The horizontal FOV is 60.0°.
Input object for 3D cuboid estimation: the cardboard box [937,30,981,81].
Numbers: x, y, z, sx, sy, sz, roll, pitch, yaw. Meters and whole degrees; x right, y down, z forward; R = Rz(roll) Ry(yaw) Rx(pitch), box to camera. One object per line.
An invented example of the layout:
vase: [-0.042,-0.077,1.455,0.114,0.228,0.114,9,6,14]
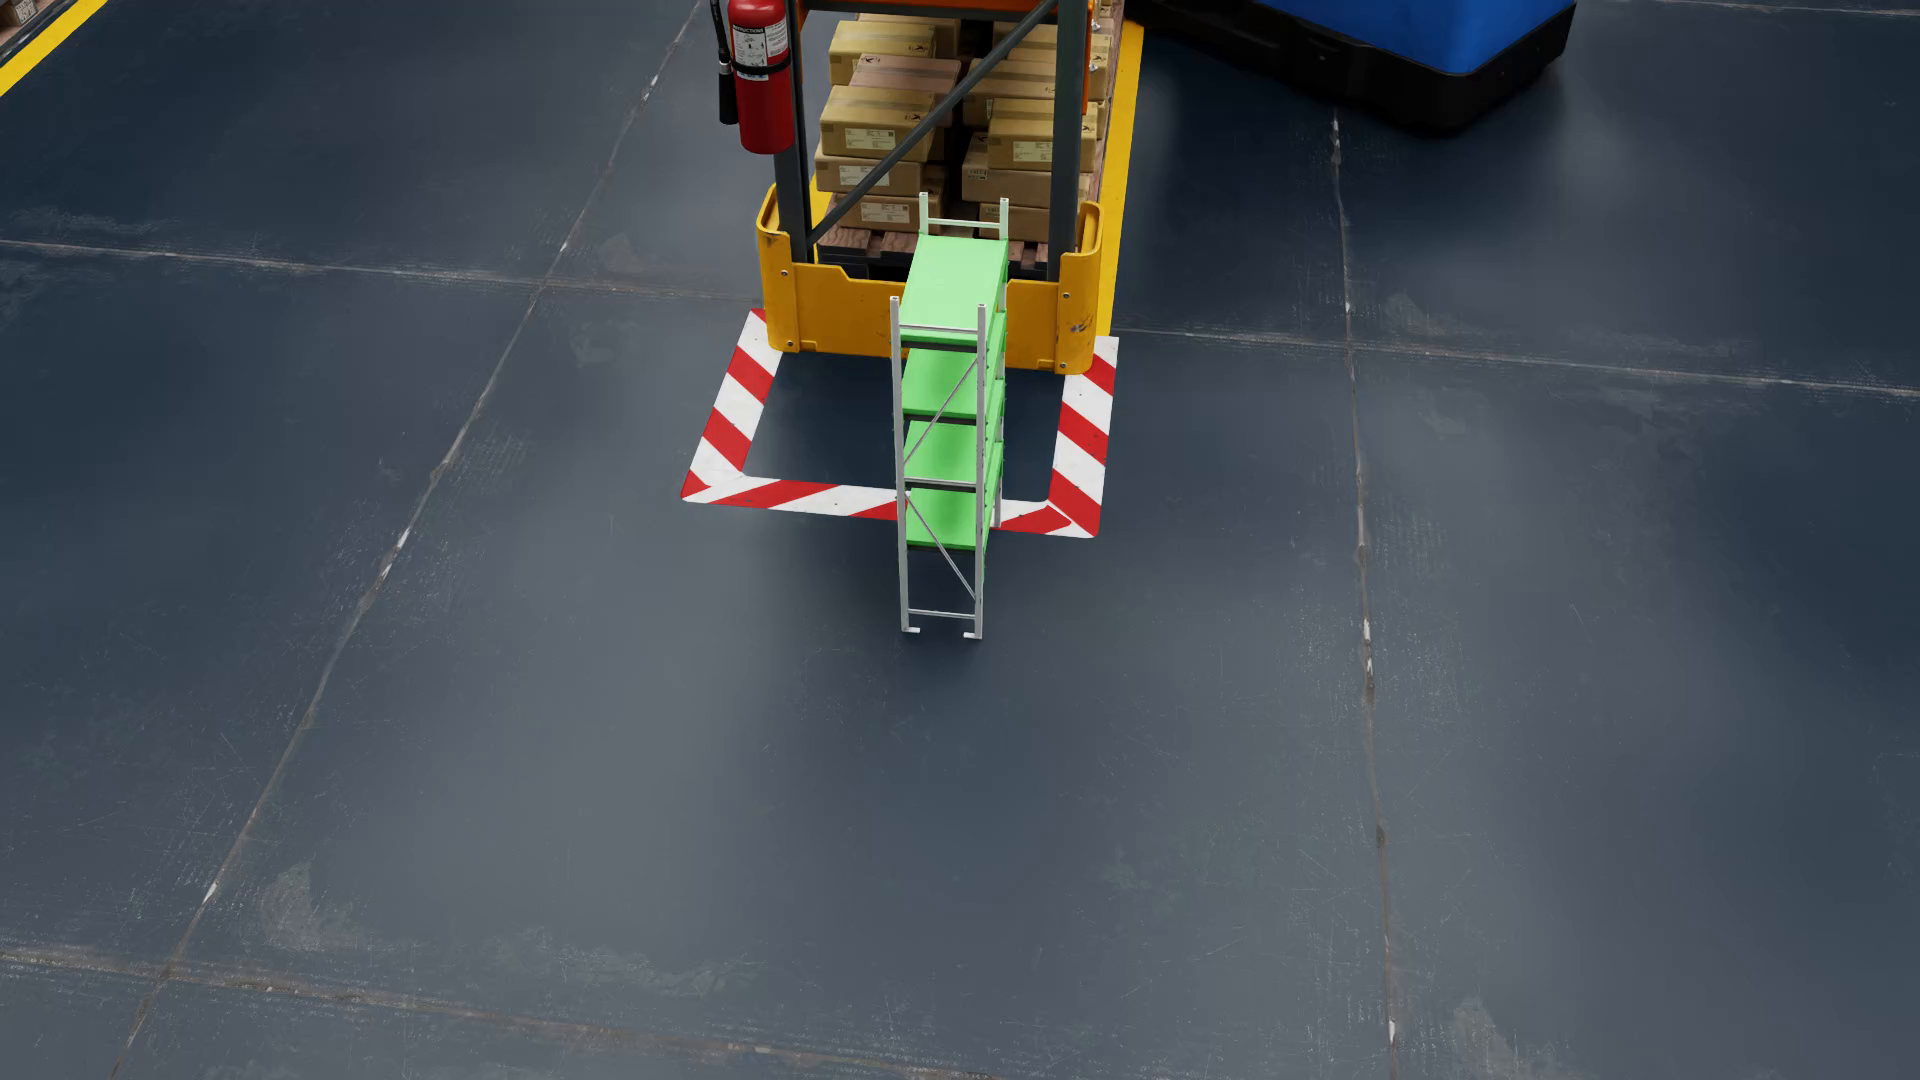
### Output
cardboard box: [-0.118,-1.922,6.650,0.380,0.149,0.250,5,44,5]

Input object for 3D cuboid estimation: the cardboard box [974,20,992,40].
cardboard box: [-0.038,-2.333,7.301,0.380,0.149,0.250,6,44,7]

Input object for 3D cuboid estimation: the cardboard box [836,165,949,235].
cardboard box: [-0.247,-1.278,6.186,0.380,0.149,0.250,6,44,6]

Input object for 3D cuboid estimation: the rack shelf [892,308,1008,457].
rack shelf: [-0.022,-0.451,4.597,0.258,0.148,0.480,5,44,6]

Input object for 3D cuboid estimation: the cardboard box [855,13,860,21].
cardboard box: [-0.215,-2.213,6.741,0.380,0.149,0.250,7,44,7]

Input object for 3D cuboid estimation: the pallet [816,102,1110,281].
pallet: [0.043,-1.373,6.546,1.003,0.211,1.213,5,44,6]

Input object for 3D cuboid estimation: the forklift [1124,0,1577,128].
forklift: [1.296,-3.682,7.007,3.031,2.935,1.130,33,52,30]

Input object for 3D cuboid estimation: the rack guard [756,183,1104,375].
rack guard: [-0.099,-0.927,5.865,1.175,0.500,0.348,5,44,6]

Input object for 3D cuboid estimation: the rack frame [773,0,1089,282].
rack frame: [-0.109,-1.783,4.951,1.000,3.000,0.127,5,44,6]

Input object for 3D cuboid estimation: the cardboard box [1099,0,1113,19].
cardboard box: [0.468,-2.284,7.248,0.380,0.149,0.250,5,44,6]

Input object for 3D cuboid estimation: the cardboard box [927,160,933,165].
cardboard box: [-0.313,-1.462,6.381,0.380,0.149,0.250,6,44,7]

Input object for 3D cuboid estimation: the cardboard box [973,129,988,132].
cardboard box: [0.257,-1.584,6.509,0.380,0.149,0.250,6,44,6]

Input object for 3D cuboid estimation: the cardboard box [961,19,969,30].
cardboard box: [-0.148,-2.275,7.023,0.380,0.149,0.250,7,44,8]

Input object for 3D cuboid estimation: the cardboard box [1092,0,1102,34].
cardboard box: [0.371,-2.166,6.691,0.380,0.149,0.250,7,44,7]

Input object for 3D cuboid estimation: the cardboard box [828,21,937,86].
cardboard box: [-0.292,-1.854,6.362,0.380,0.149,0.250,4,44,5]

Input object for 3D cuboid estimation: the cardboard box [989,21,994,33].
cardboard box: [0.328,-2.241,6.987,0.380,0.149,0.250,7,44,8]

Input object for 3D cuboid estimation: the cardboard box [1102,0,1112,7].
cardboard box: [0.451,-2.341,6.876,0.380,0.149,0.250,6,44,6]

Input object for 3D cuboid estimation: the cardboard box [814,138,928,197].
cardboard box: [-0.323,-1.394,6.092,0.380,0.149,0.250,4,44,4]

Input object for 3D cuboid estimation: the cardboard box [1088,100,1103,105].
cardboard box: [0.393,-1.863,6.588,0.380,0.149,0.250,7,44,7]

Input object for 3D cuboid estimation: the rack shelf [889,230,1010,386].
rack shelf: [-0.022,-0.625,4.432,0.258,0.148,0.480,5,44,6]

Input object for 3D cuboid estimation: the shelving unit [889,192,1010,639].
shelving unit: [-0.022,-0.323,4.718,0.258,1.200,0.503,5,44,6]

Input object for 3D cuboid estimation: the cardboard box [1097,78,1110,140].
cardboard box: [0.399,-1.748,6.683,0.380,0.149,0.250,6,44,6]

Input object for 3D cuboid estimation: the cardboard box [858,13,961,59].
cardboard box: [-0.195,-2.025,6.542,0.380,0.149,0.250,4,44,4]

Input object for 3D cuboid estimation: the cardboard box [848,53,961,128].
cardboard box: [-0.201,-1.666,6.163,0.380,0.149,0.250,6,44,6]

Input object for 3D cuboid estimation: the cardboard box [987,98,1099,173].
cardboard box: [0.297,-1.442,5.927,0.380,0.149,0.250,3,44,4]

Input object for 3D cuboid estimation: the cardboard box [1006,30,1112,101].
cardboard box: [0.374,-1.801,6.306,0.380,0.149,0.250,5,44,5]

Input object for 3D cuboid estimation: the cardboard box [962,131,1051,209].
cardboard box: [0.214,-1.342,6.037,0.380,0.149,0.250,7,44,7]

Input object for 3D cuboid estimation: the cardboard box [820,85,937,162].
cardboard box: [-0.291,-1.500,5.988,0.380,0.149,0.250,6,44,6]

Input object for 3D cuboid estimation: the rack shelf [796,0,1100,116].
rack shelf: [0.155,-2.885,6.638,1.077,0.370,4.000,5,44,6]

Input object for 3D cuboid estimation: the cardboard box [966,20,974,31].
cardboard box: [-0.145,-2.168,7.126,0.380,0.149,0.250,6,44,6]

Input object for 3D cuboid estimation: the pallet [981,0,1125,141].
pallet: [0.207,-2.202,7.422,1.003,0.211,1.213,5,44,6]

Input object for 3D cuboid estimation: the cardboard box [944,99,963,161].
cardboard box: [-0.193,-1.635,6.563,0.380,0.149,0.250,5,44,5]

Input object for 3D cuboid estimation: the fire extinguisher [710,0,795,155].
fire extinguisher: [-0.600,-1.490,4.969,0.296,0.674,0.183,5,44,6]

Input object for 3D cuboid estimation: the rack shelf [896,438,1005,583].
rack shelf: [-0.022,-0.102,4.927,0.258,0.148,0.480,5,44,6]

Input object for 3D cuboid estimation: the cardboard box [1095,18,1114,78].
cardboard box: [0.457,-2.093,7.046,0.380,0.149,0.250,3,44,3]

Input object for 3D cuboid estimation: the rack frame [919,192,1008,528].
rack frame: [0.010,-0.489,4.894,0.240,1.200,0.015,5,44,6]

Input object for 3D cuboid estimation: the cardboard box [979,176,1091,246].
cardboard box: [0.277,-1.228,6.134,0.380,0.149,0.250,6,44,6]

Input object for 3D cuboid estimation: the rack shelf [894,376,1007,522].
rack shelf: [-0.022,-0.276,4.762,0.258,0.148,0.480,5,44,6]

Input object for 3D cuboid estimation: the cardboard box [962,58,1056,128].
cardboard box: [0.214,-1.641,6.137,0.380,0.149,0.250,6,44,6]

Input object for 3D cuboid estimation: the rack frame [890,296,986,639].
rack frame: [-0.054,-0.156,4.543,0.240,1.200,0.015,5,44,6]

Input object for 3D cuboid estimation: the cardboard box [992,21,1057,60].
cardboard box: [0.325,-1.978,6.493,0.380,0.149,0.250,3,44,3]

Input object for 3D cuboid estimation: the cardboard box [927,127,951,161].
cardboard box: [-0.235,-1.567,6.275,0.380,0.149,0.250,4,44,5]

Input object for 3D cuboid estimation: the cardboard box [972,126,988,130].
cardboard box: [0.251,-1.698,6.414,0.380,0.149,0.250,6,44,6]
